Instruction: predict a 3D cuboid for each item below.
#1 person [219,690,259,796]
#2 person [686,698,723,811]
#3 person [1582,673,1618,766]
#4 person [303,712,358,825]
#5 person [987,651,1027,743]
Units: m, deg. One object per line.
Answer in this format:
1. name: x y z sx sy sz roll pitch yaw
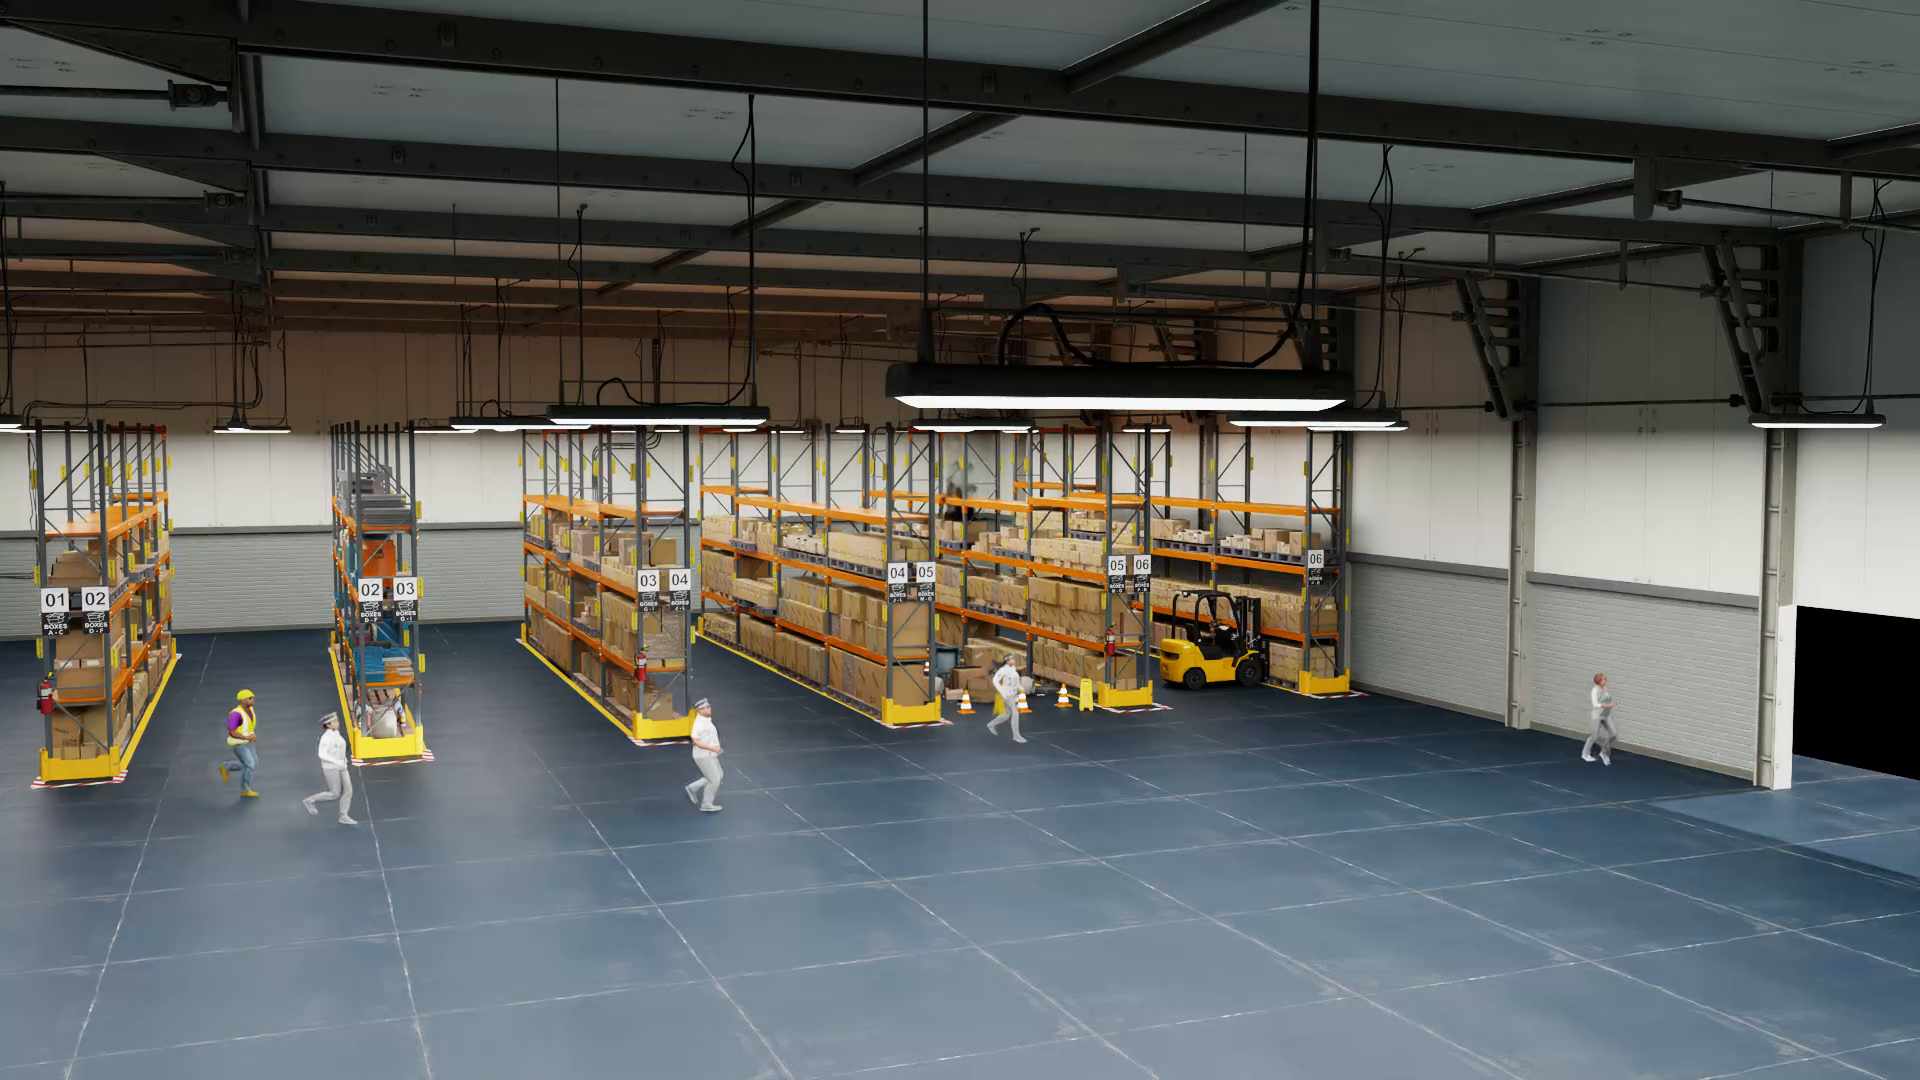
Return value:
1. person: -11.451 3.231 26.446 0.697 1.717 0.740 0 4 1
2. person: -3.891 3.266 25.371 0.605 1.731 0.661 0 4 2
3. person: 11.140 3.117 28.897 0.507 1.621 0.682 -2 4 -30
4. person: -9.280 3.369 24.545 0.775 1.683 0.628 0 4 3
5. person: 0.880 2.932 31.273 0.863 1.701 0.626 2 4 25
